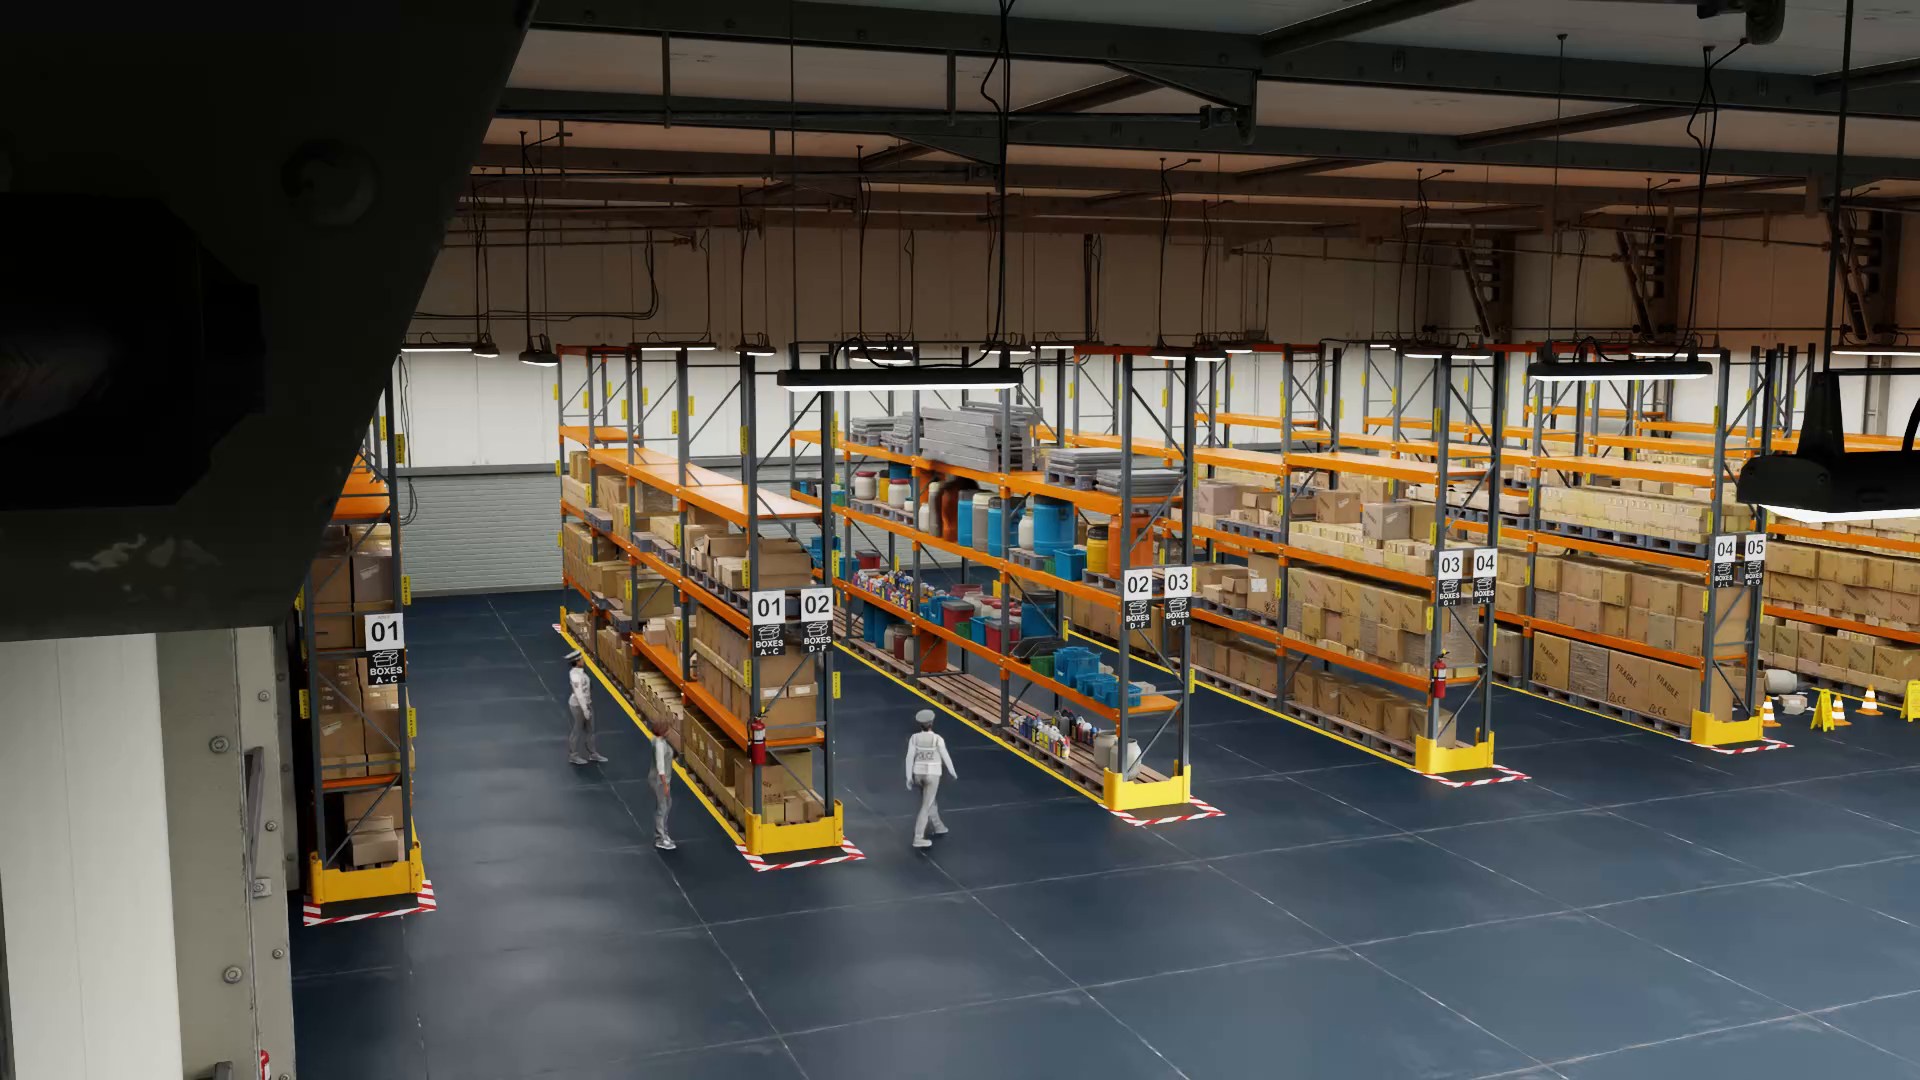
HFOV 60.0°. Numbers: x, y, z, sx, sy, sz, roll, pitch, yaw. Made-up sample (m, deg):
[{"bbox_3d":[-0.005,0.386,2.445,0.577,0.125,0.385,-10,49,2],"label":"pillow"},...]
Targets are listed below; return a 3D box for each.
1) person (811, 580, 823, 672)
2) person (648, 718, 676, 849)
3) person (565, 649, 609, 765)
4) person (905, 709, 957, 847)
[{"bbox_3d":[-2.712,1.587,30.877,0.565,1.670,1.032,-2,8,-17],"label":"person"},{"bbox_3d":[-3.651,2.996,20.373,0.325,1.664,0.509,-1,7,-5],"label":"person"},{"bbox_3d":[-5.466,2.440,24.228,0.522,1.699,0.497,1,7,9],"label":"person"},{"bbox_3d":[-0.350,2.899,20.487,0.496,1.652,0.878,5,9,36],"label":"person"}]
